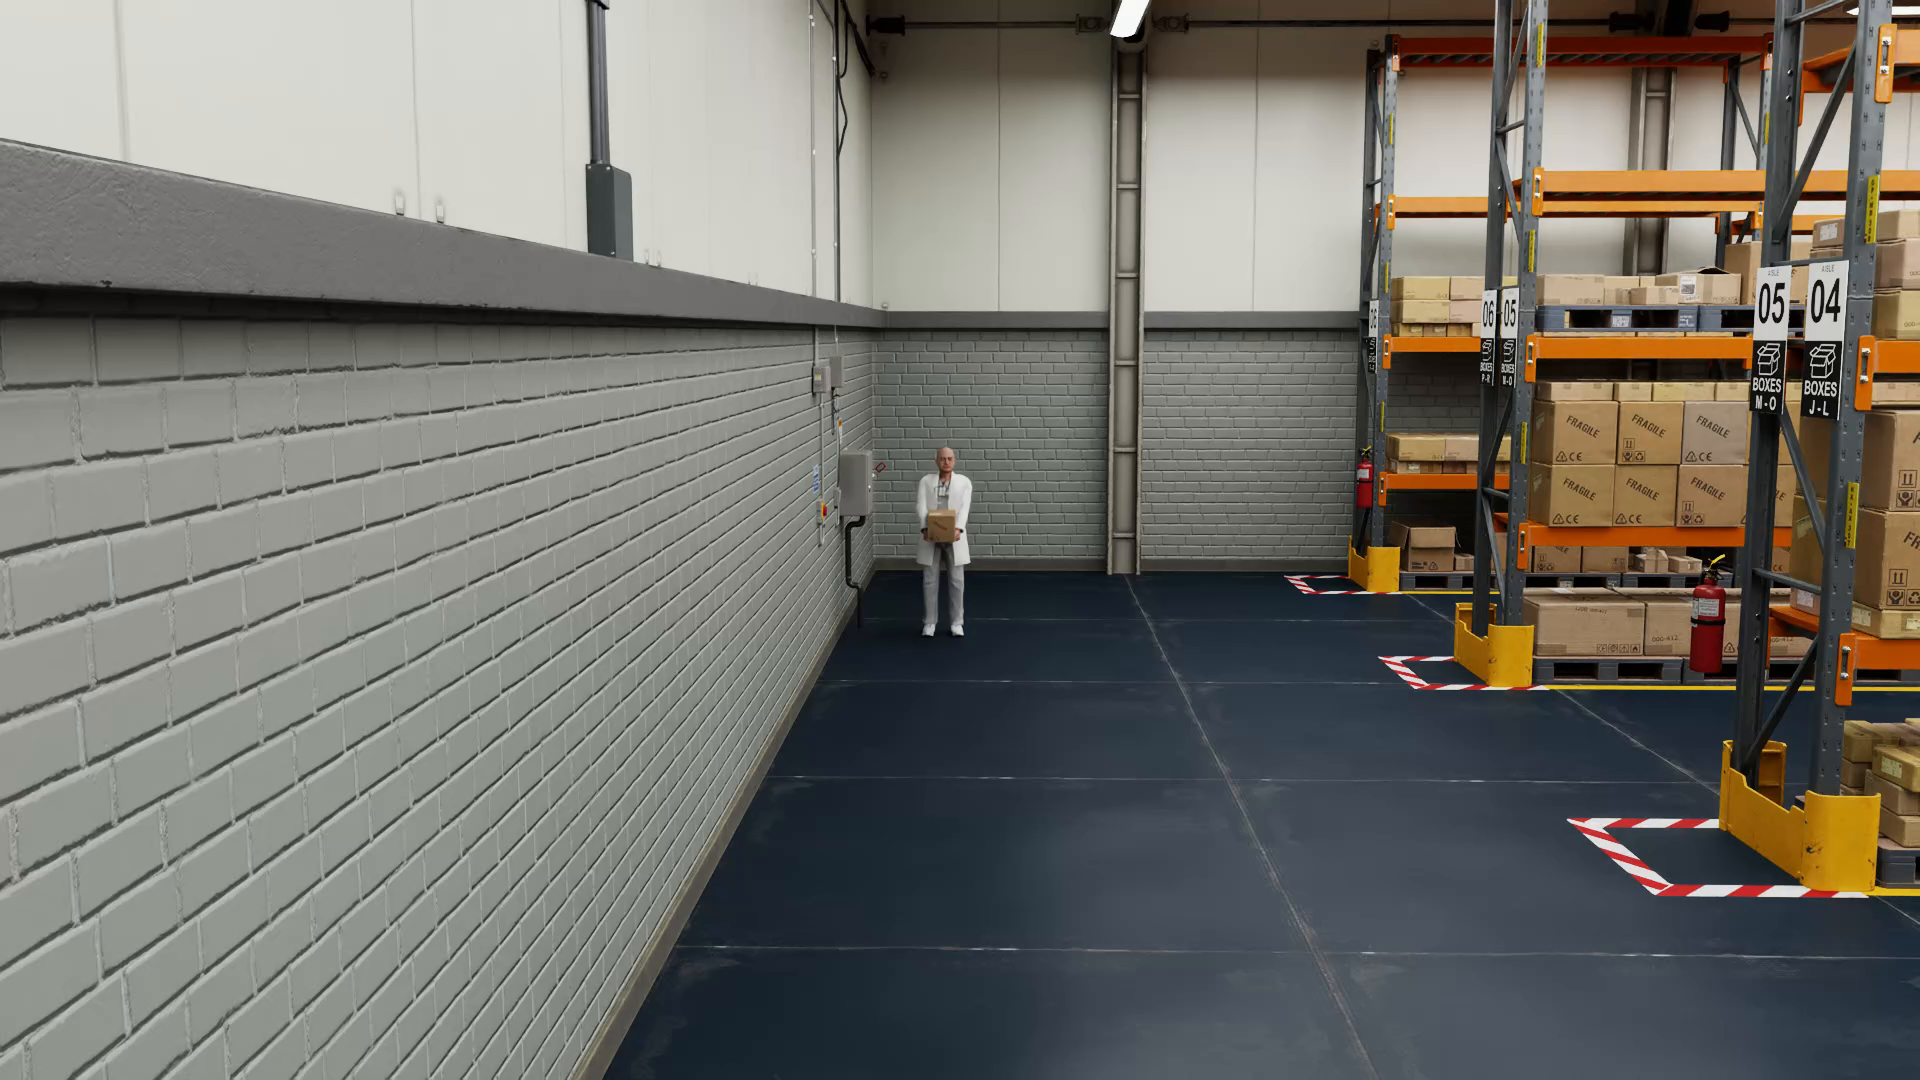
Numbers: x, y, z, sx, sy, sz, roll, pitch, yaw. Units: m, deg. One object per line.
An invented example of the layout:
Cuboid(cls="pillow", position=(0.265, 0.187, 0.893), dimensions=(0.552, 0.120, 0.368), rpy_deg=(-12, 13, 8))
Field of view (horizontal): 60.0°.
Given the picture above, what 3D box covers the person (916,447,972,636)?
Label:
Cuboid(cls="person", position=(-0.155, 0.026, 15.636), dimensions=(0.529, 1.772, 0.560), rpy_deg=(0, 7, 2))
